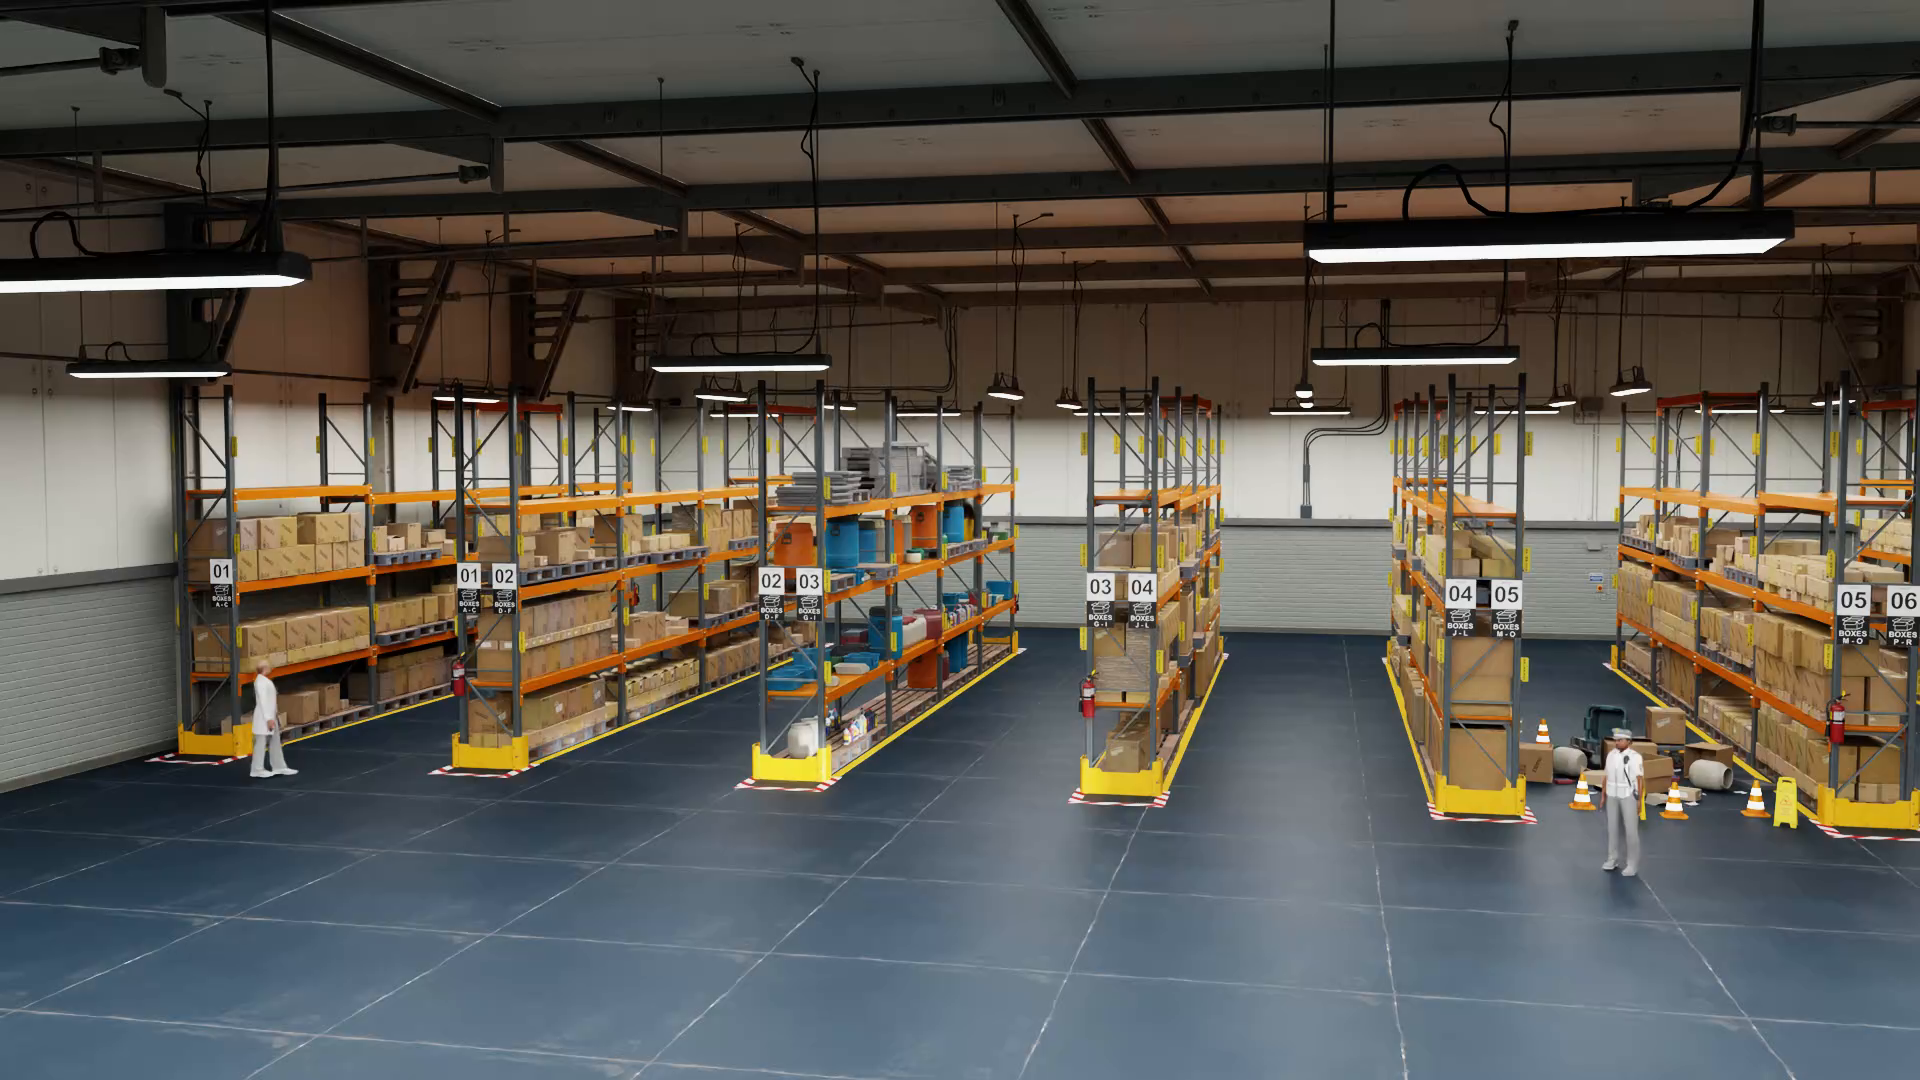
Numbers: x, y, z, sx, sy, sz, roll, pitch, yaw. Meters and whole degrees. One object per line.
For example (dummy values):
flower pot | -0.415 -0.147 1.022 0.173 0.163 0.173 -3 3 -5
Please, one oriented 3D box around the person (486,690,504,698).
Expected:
person | -8.940 2.353 31.960 0.396 1.800 0.671 2 4 33

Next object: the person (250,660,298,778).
person | -10.447 2.711 25.204 0.630 1.792 0.617 0 3 -5

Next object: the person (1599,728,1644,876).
person | 7.794 3.064 19.624 0.365 1.707 0.478 -2 4 -37
